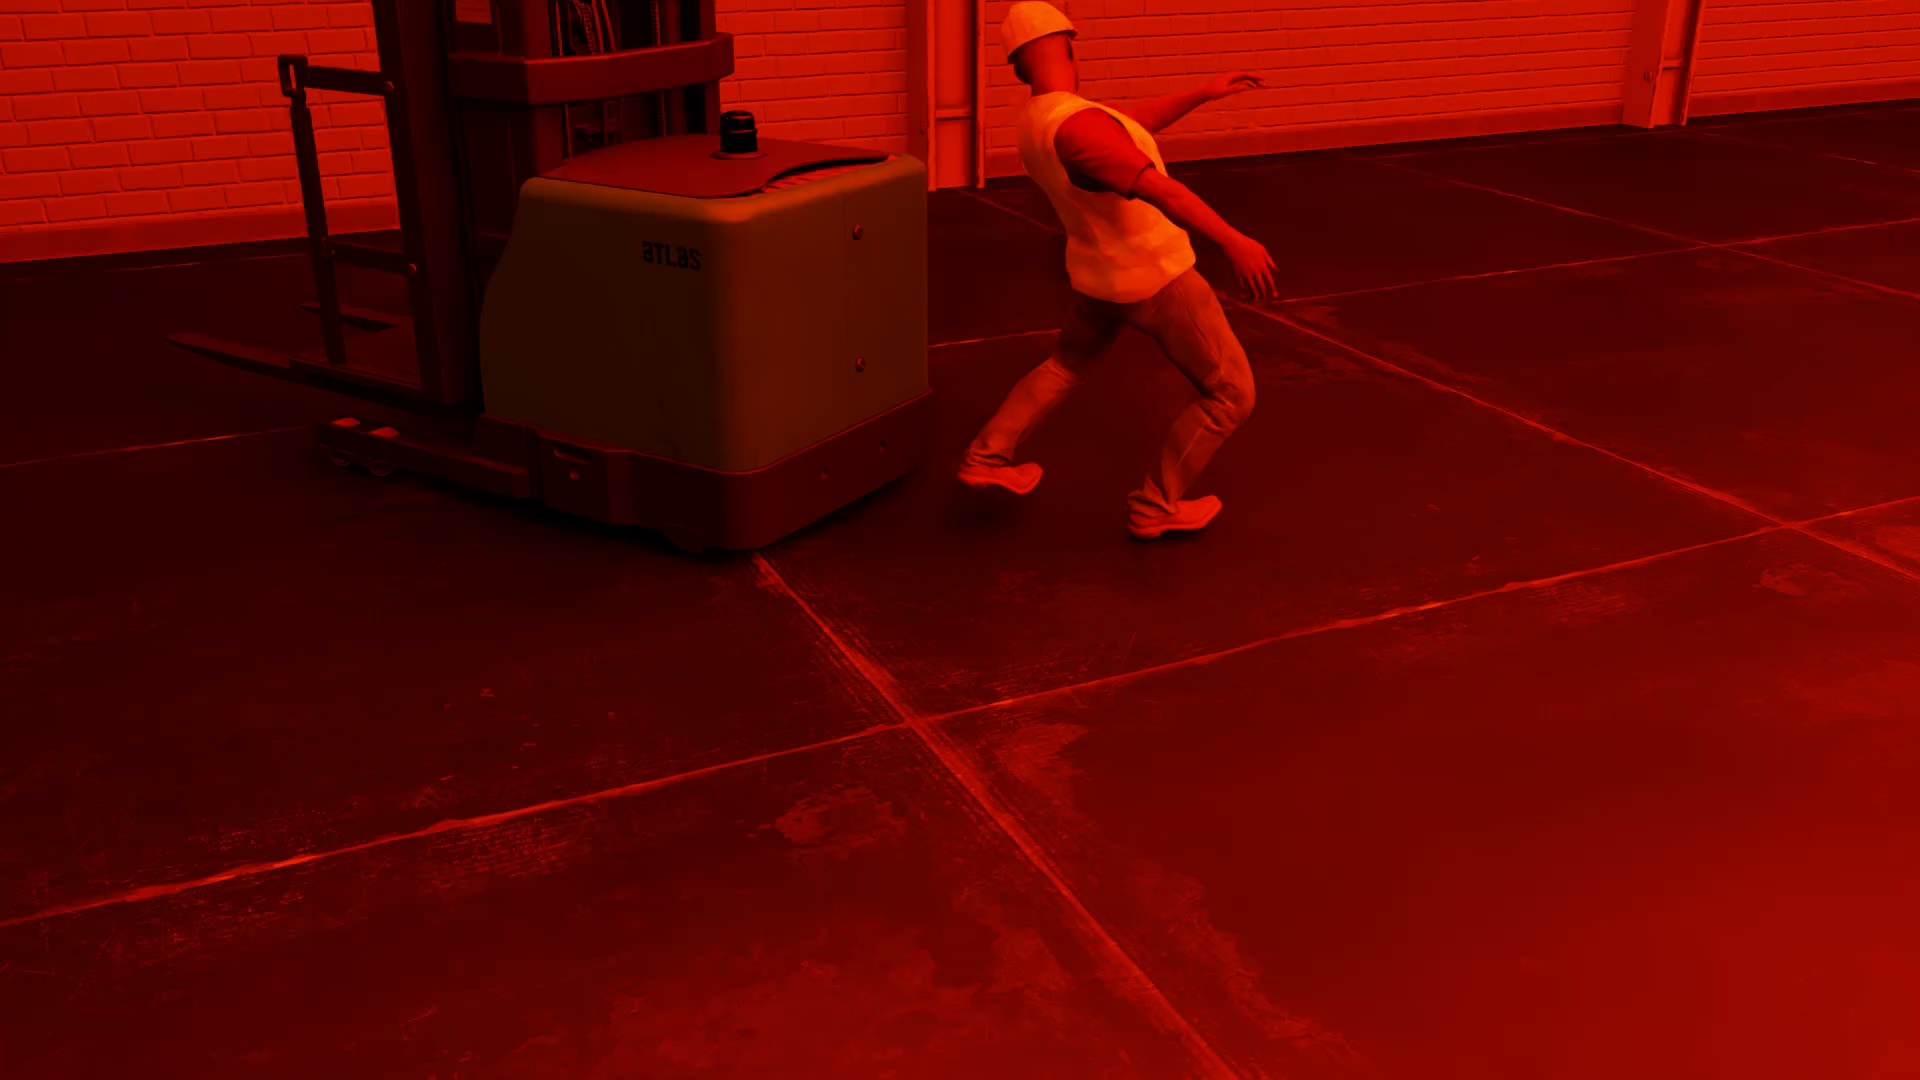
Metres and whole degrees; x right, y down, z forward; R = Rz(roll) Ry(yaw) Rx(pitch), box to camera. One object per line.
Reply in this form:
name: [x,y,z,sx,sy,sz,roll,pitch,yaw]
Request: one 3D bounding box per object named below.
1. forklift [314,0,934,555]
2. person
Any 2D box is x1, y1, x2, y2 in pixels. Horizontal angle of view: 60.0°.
forklift: [-1.146,-1.569,5.178,1.939,2.843,1.129,14,26,30]
person: [0.559,-0.757,4.860,0.827,1.548,0.959,-13,26,-29]
